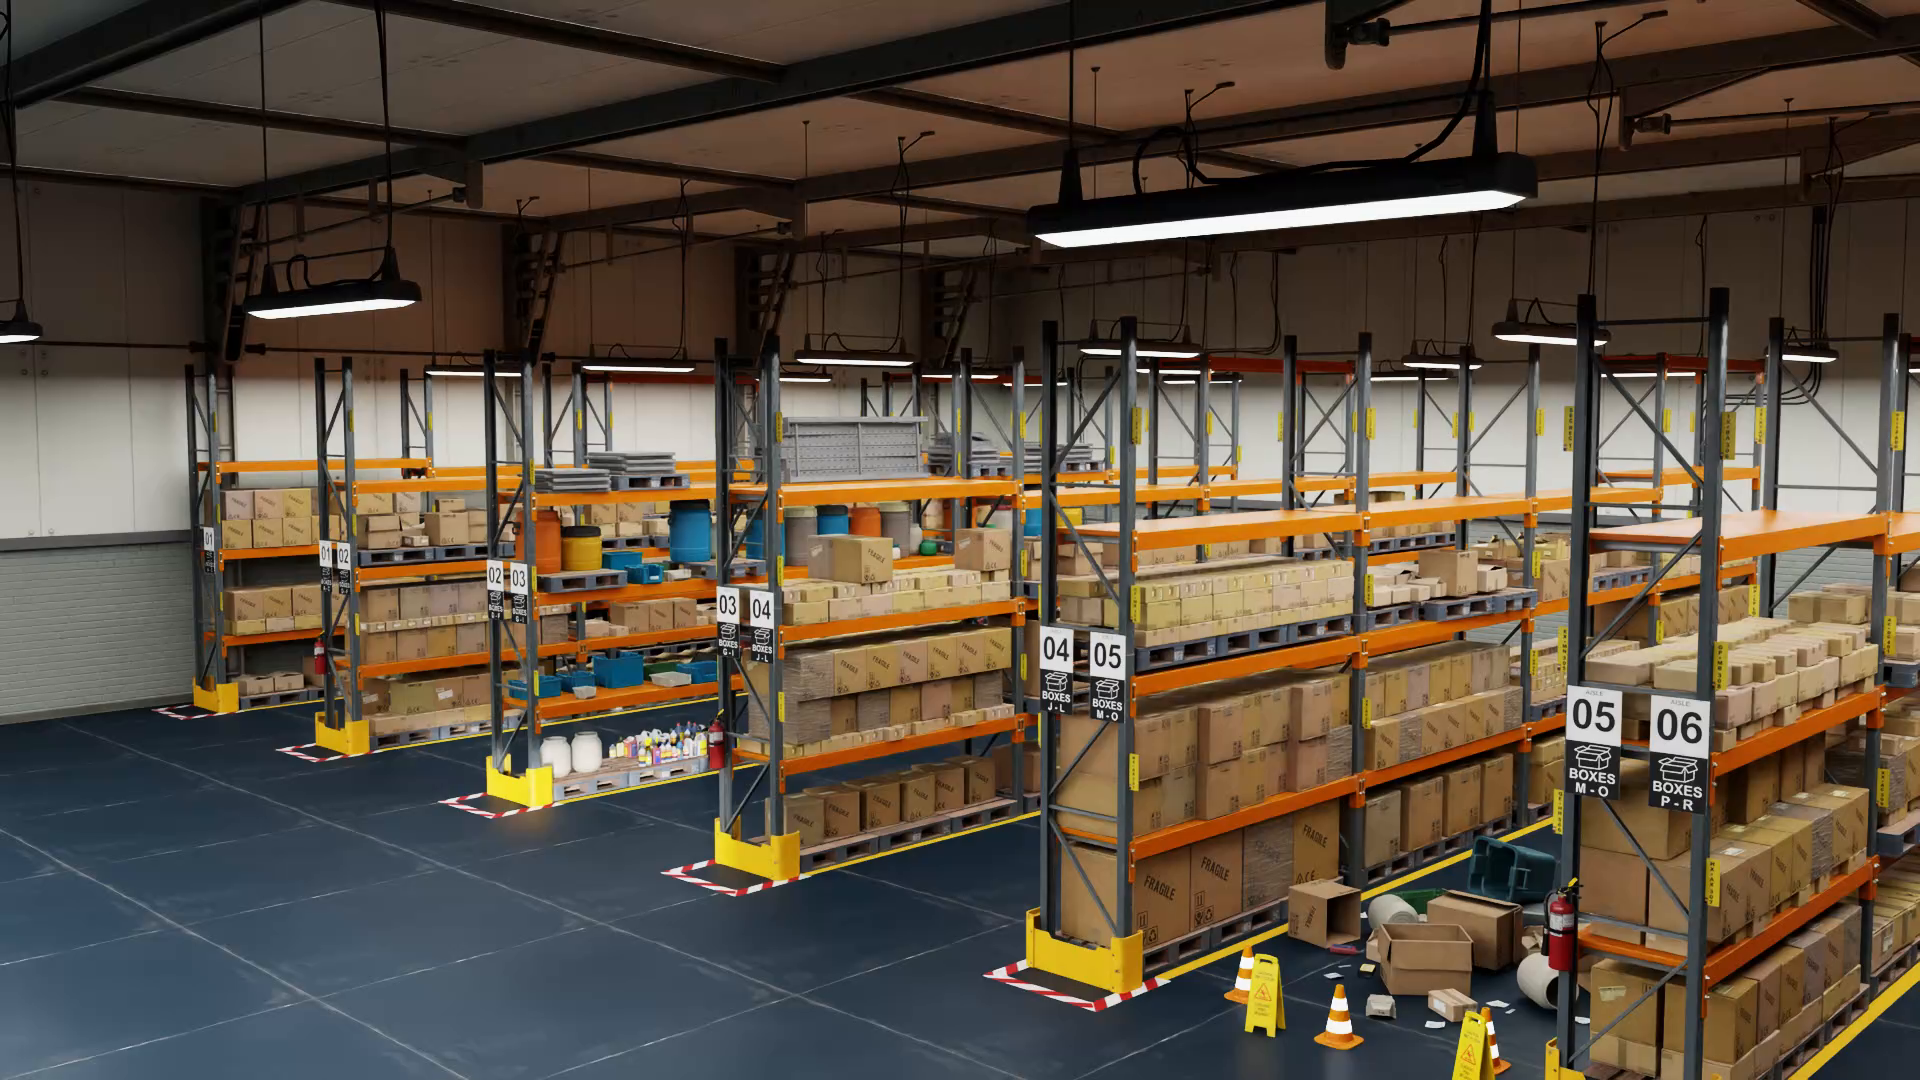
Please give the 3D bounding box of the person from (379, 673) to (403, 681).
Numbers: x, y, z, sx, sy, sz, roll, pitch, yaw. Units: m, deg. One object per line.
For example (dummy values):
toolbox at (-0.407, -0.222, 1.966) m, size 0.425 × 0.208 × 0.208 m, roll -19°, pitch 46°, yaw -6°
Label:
person at (-9.757, 2.161, 28.423) m, size 0.486 × 1.599 × 1.042 m, roll 1°, pitch 5°, yaw 15°
